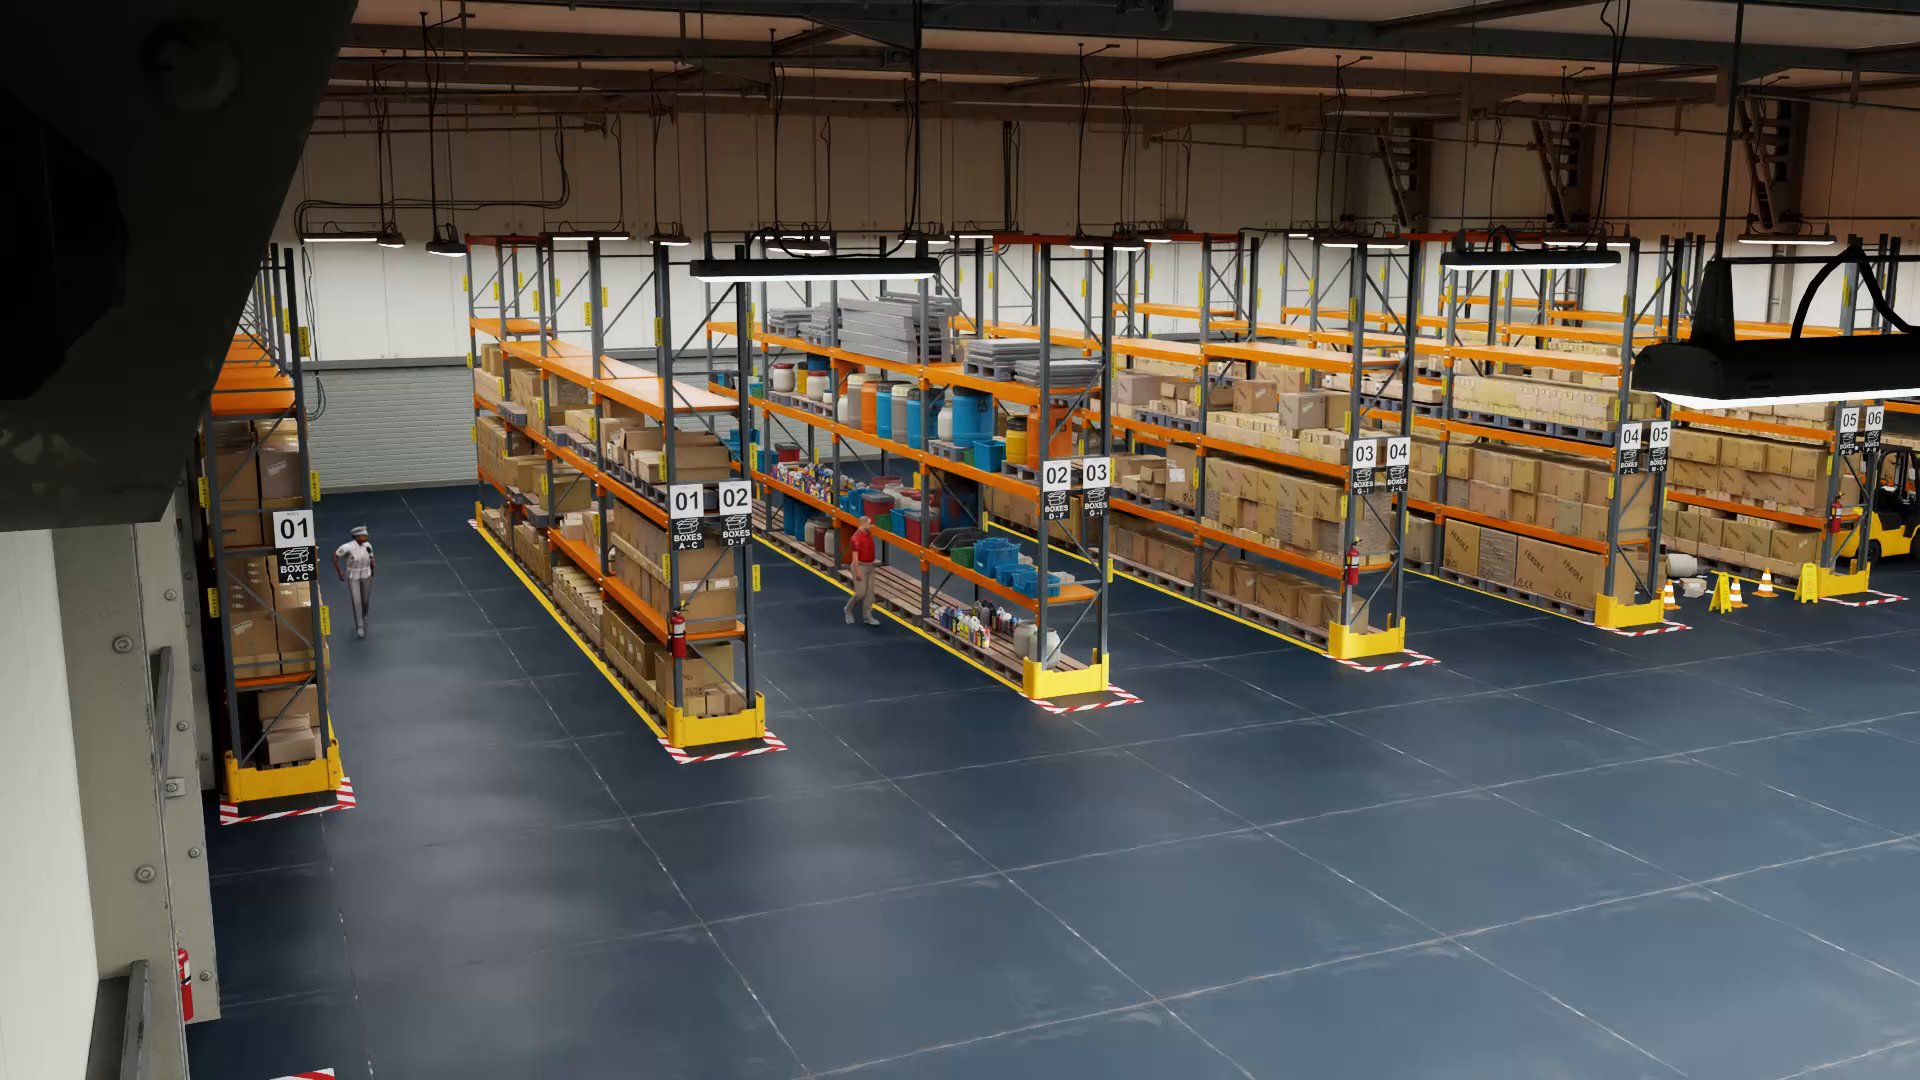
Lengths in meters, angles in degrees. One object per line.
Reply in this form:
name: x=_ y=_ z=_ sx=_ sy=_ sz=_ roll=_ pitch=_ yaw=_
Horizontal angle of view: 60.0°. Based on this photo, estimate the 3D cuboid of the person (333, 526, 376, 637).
person: x=-9.293 y=0.591 z=25.578 sx=0.617 sy=1.640 sz=0.996 roll=-5 pitch=12 yaw=-23

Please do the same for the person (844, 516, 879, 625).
person: x=-1.537 y=0.477 z=26.206 sx=0.584 sy=1.747 sz=0.560 roll=8 pitch=13 yaw=35
